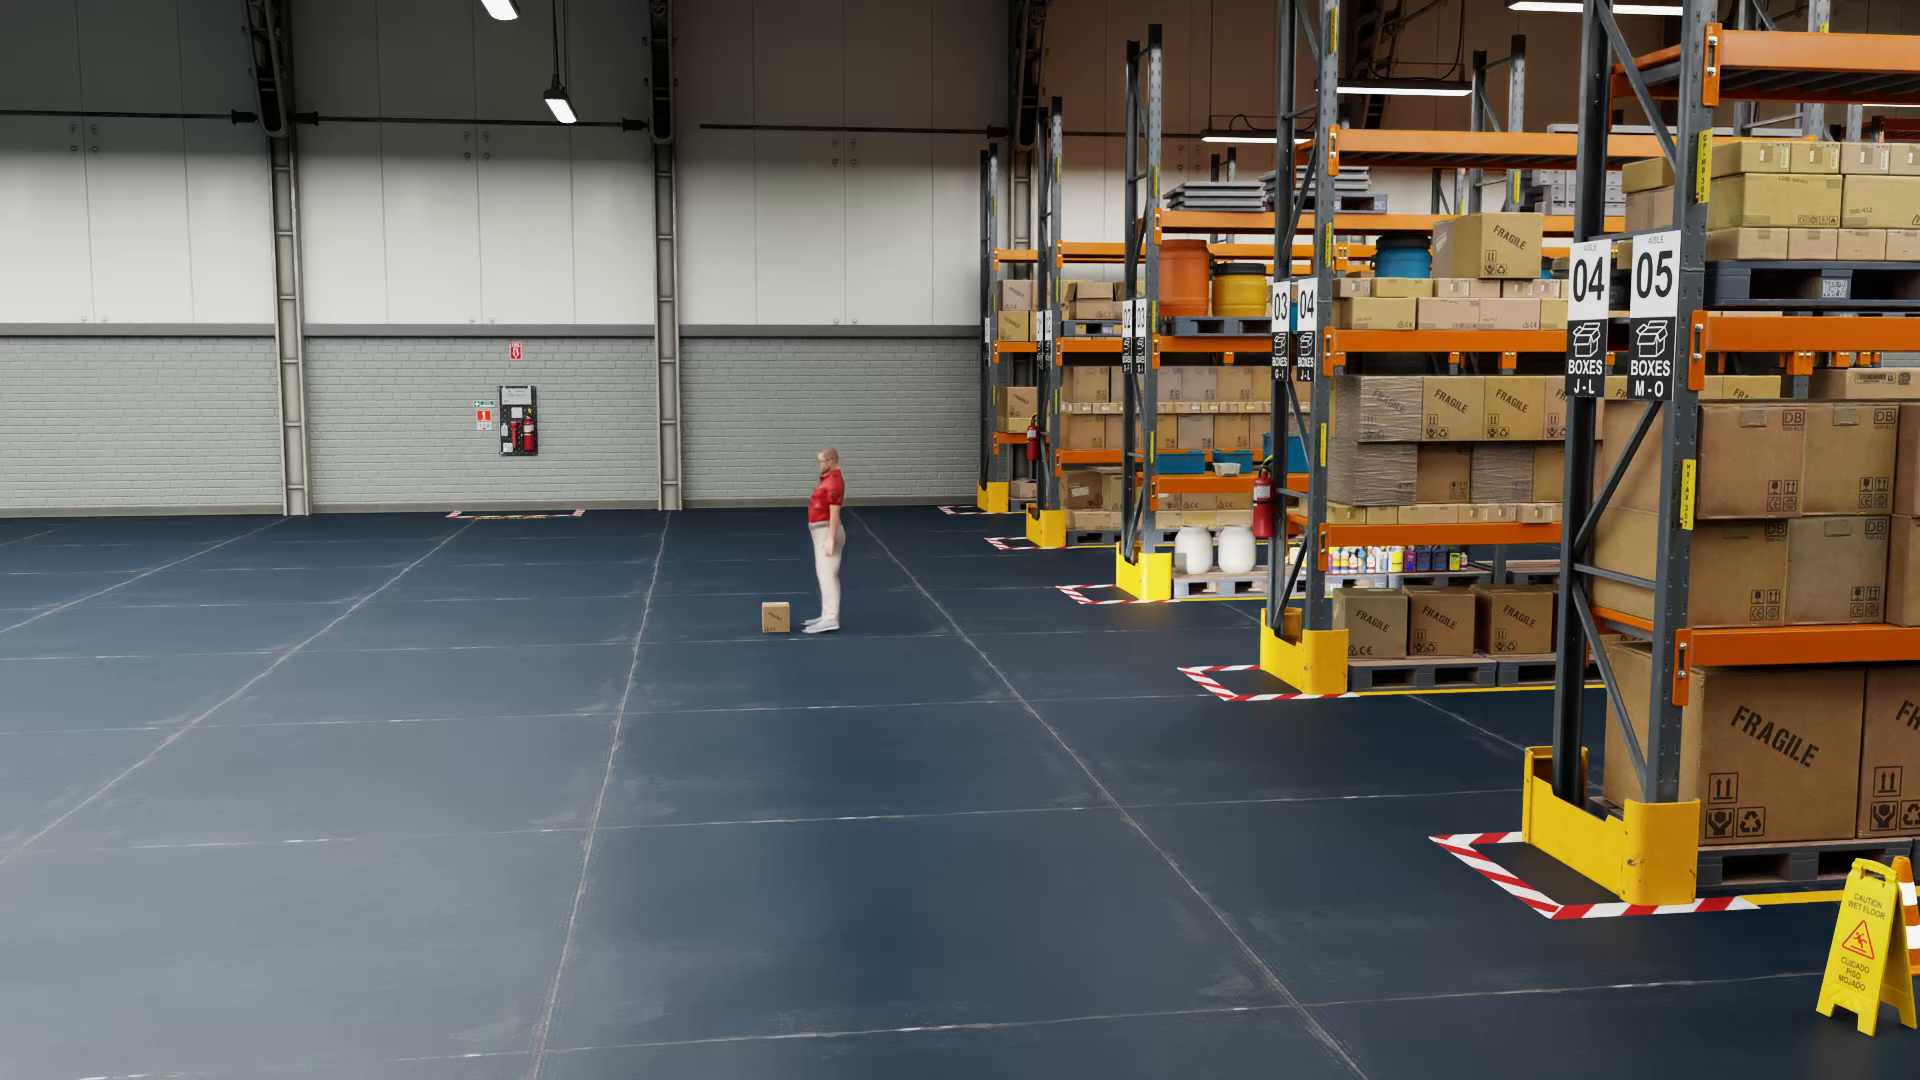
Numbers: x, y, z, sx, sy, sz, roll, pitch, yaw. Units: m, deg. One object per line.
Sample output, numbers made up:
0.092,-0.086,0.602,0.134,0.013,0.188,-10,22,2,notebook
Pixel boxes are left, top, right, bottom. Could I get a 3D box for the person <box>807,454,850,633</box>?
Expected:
-1.256,0.025,15.814,0.415,1.687,0.553,-1,6,-7,person
